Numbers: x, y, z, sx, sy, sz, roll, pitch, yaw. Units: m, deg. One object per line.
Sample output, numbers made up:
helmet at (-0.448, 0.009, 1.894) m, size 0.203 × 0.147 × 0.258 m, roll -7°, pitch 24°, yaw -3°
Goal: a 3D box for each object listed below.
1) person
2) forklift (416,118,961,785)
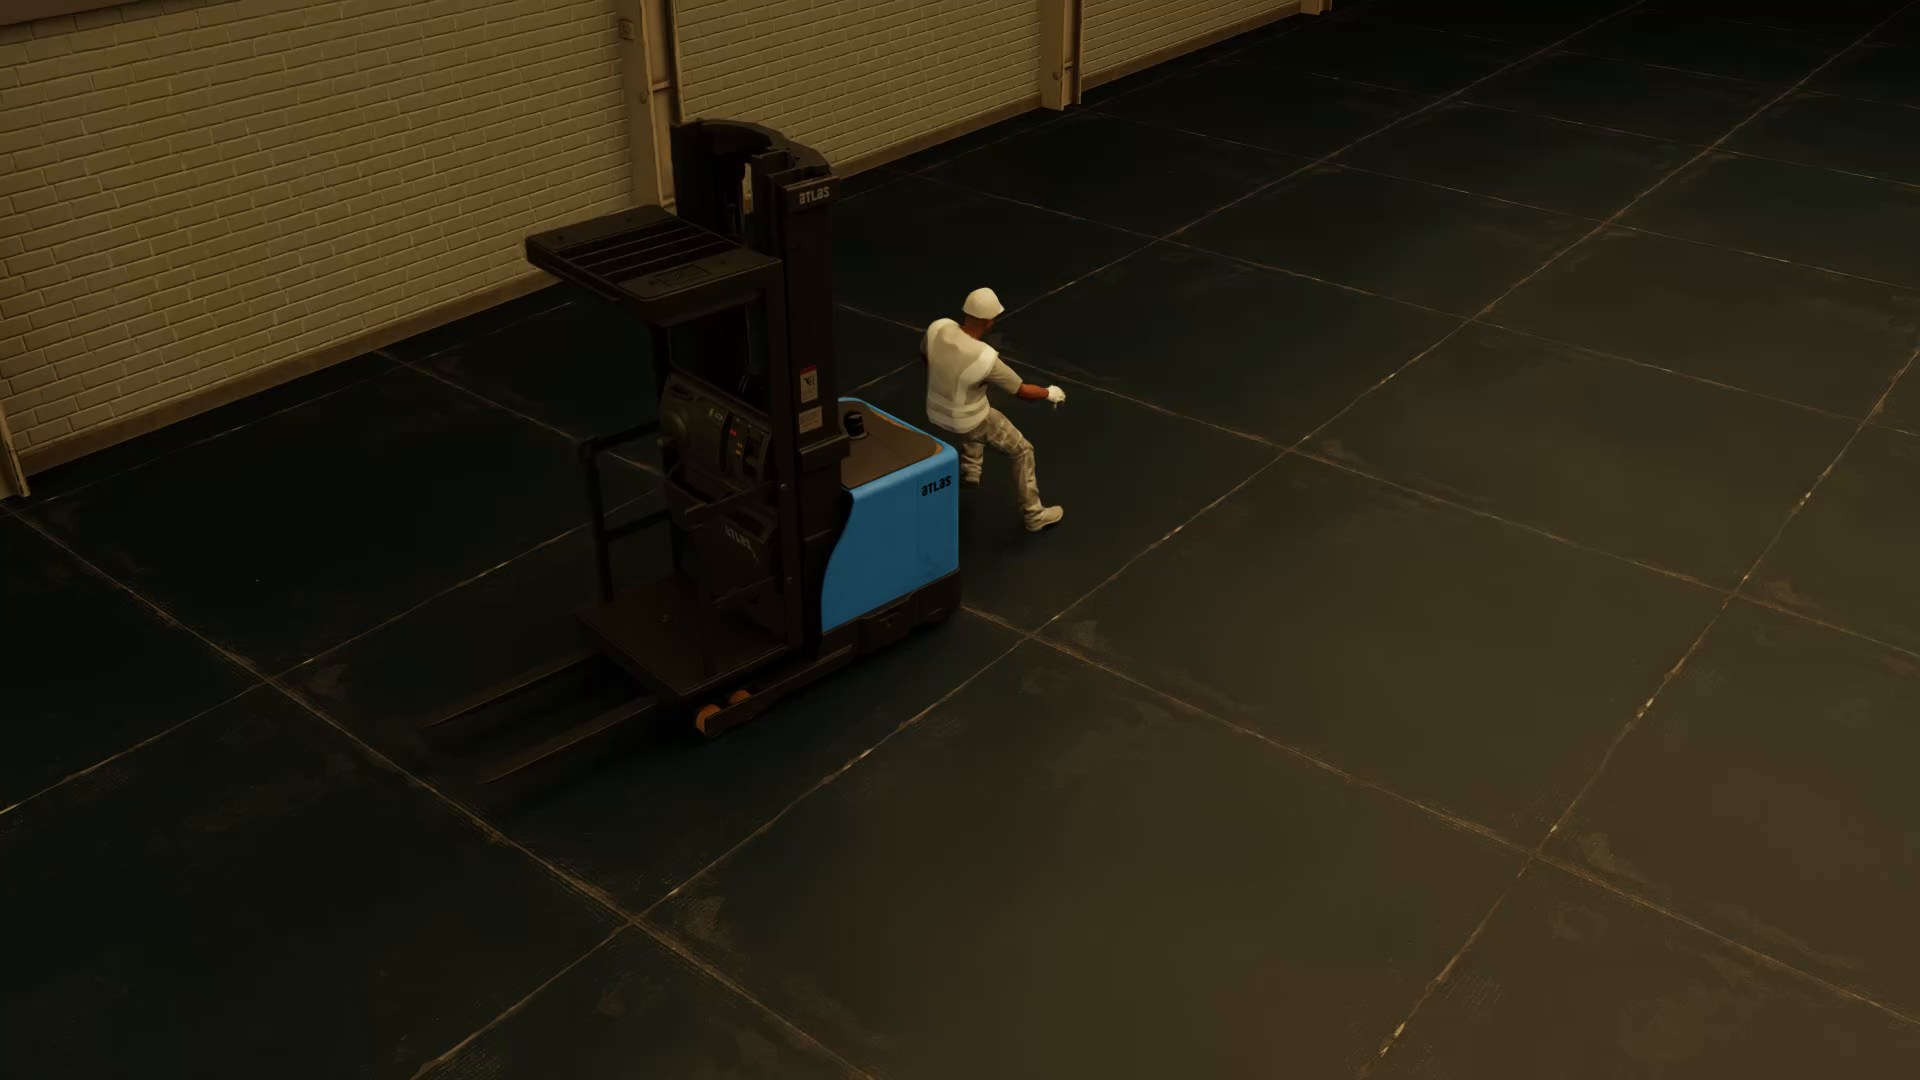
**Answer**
person at (0.195, -0.865, 10.388) m, size 0.826 × 1.617 × 0.748 m, roll 25°, pitch 39°, yaw 36°
forklift at (-1.424, -0.529, 8.500) m, size 3.031 × 2.935 × 1.130 m, roll -25°, pitch 38°, yaw -35°
